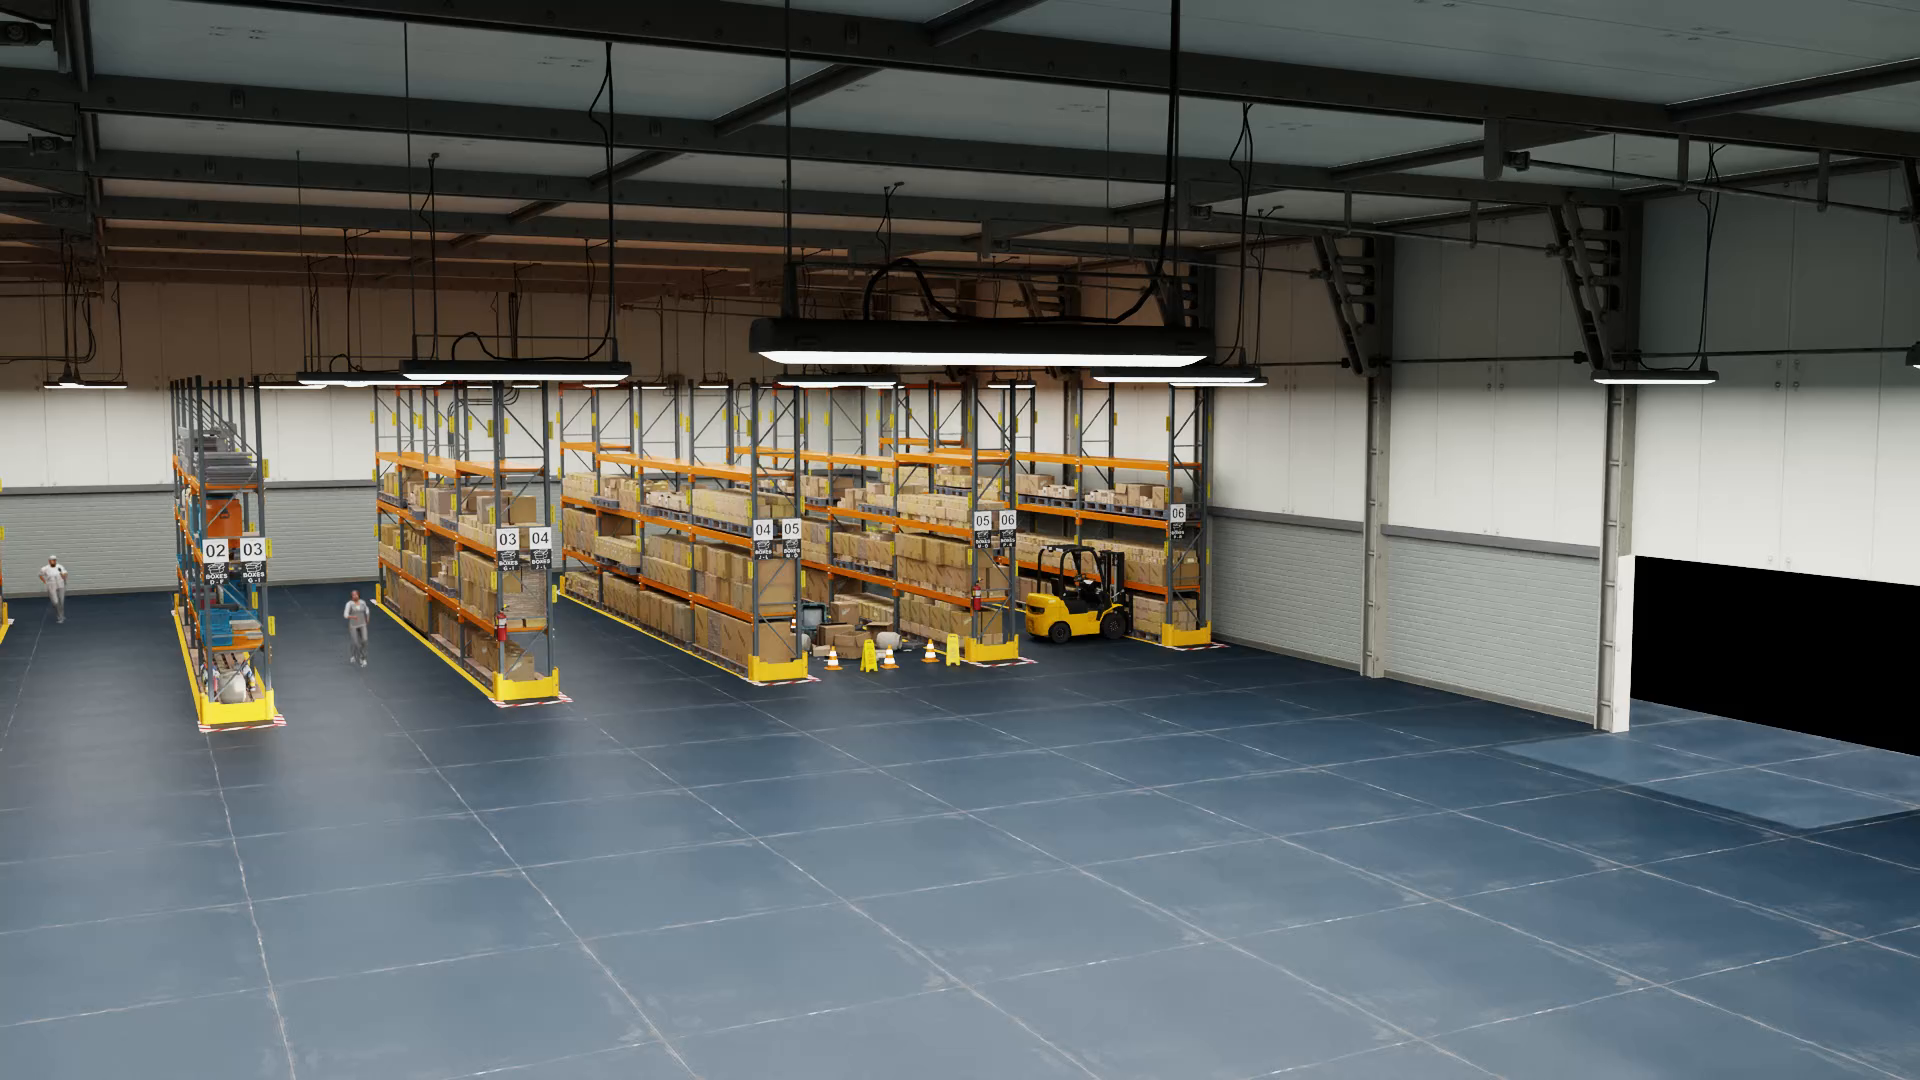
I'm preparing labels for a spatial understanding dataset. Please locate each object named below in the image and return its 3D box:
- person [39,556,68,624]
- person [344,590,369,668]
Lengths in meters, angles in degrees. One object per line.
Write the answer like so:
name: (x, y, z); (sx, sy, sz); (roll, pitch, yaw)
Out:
person: (-22.491, 1.237, 41.309); (0.749, 1.727, 0.606); (5, 7, 43)
person: (-12.618, 1.843, 34.814); (0.538, 1.625, 0.732); (-3, 6, -31)
